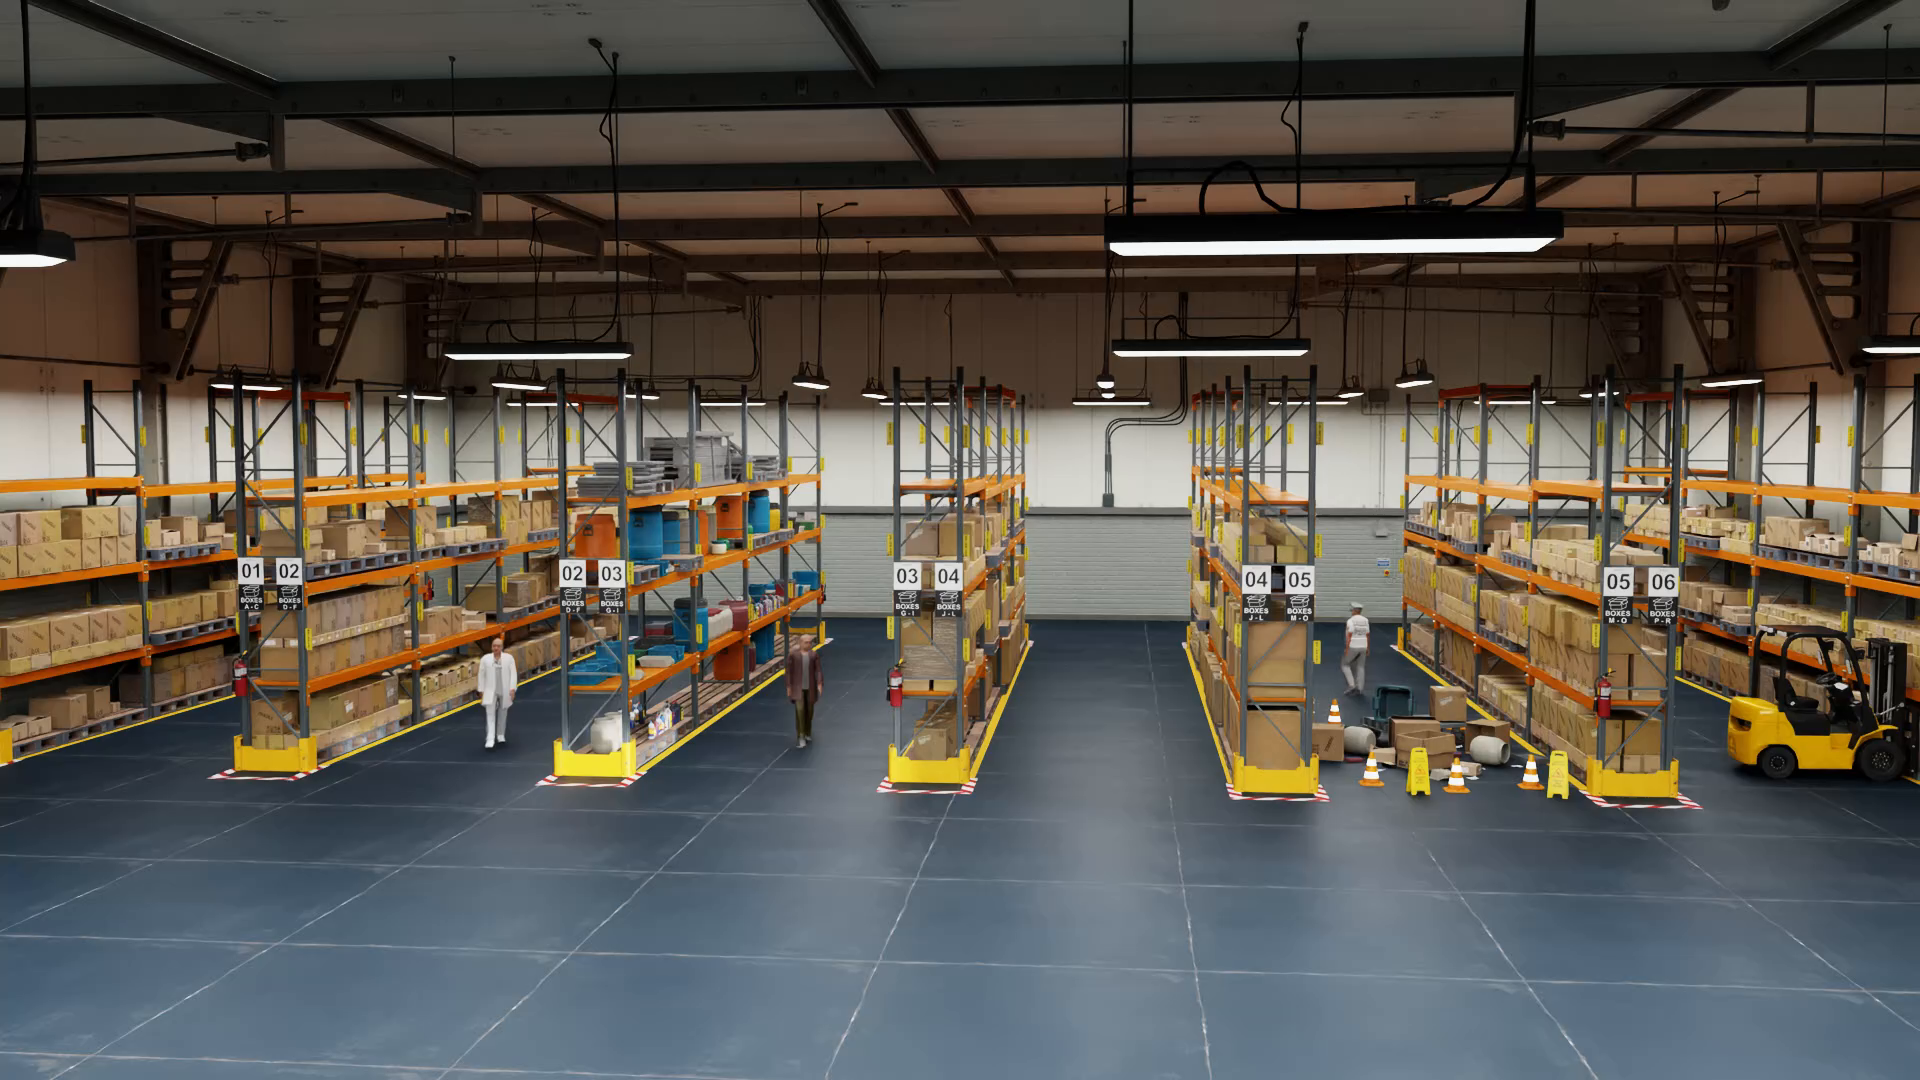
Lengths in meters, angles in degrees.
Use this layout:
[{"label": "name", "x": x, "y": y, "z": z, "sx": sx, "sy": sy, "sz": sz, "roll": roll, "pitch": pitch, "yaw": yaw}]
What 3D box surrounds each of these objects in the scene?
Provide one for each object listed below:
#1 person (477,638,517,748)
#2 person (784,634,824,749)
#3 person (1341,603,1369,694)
[{"label": "person", "x": -7.429, "y": 2.449, "z": 26.759, "sx": 0.600, "sy": 1.729, "sz": 1.086, "roll": -2, "pitch": 4, "yaw": -24}, {"label": "person", "x": -2.506, "y": 2.448, "z": 27.083, "sx": 0.603, "sy": 1.795, "sz": 0.818, "roll": -1, "pitch": 4, "yaw": -22}, {"label": "person", "x": 7.719, "y": 2.130, "z": 32.399, "sx": 0.577, "sy": 1.812, "sz": 0.403, "roll": -1, "pitch": 4, "yaw": -23}]
